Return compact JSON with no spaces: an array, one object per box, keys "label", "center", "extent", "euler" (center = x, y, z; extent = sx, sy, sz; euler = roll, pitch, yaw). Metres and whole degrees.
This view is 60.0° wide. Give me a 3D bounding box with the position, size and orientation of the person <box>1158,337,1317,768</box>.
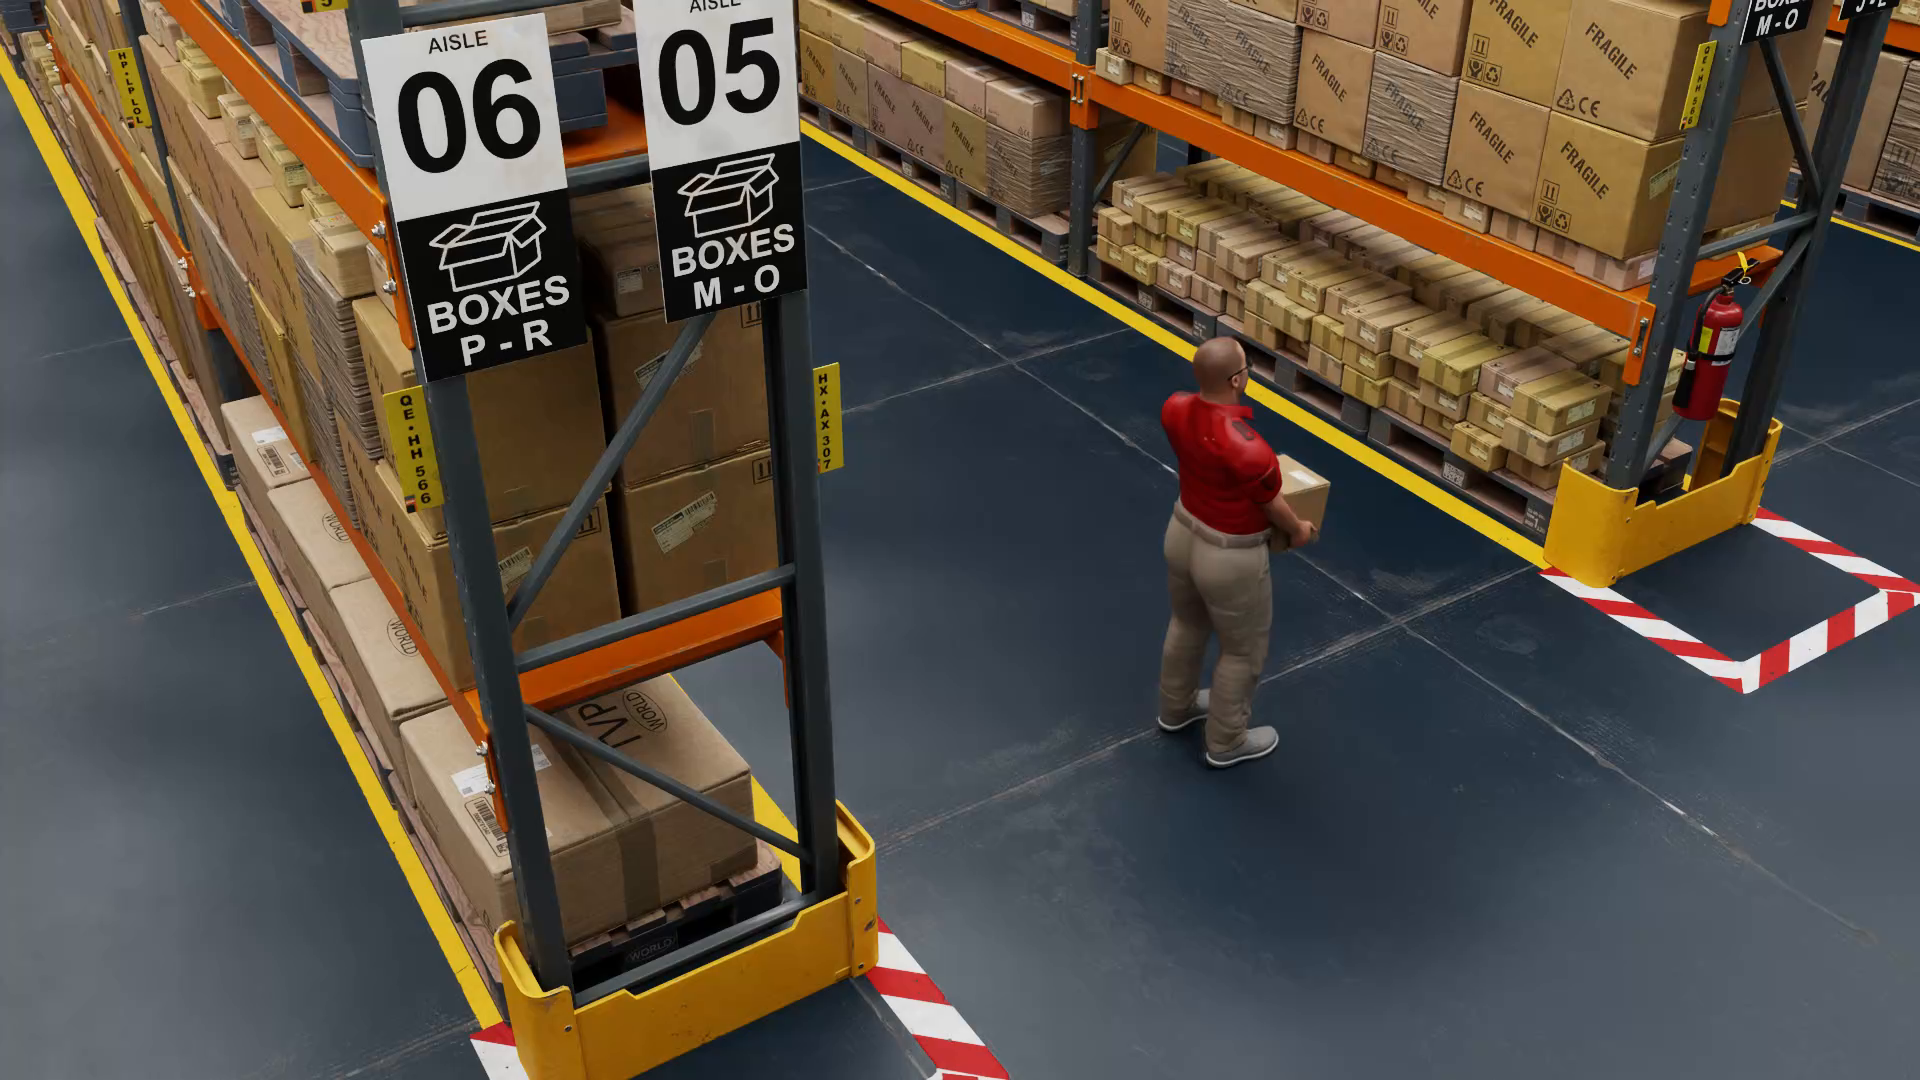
[{"label":"person","center":[1.014,0.012,6.133],"extent":[0.525,1.725,0.503],"euler":[-19,37,-27]}]
